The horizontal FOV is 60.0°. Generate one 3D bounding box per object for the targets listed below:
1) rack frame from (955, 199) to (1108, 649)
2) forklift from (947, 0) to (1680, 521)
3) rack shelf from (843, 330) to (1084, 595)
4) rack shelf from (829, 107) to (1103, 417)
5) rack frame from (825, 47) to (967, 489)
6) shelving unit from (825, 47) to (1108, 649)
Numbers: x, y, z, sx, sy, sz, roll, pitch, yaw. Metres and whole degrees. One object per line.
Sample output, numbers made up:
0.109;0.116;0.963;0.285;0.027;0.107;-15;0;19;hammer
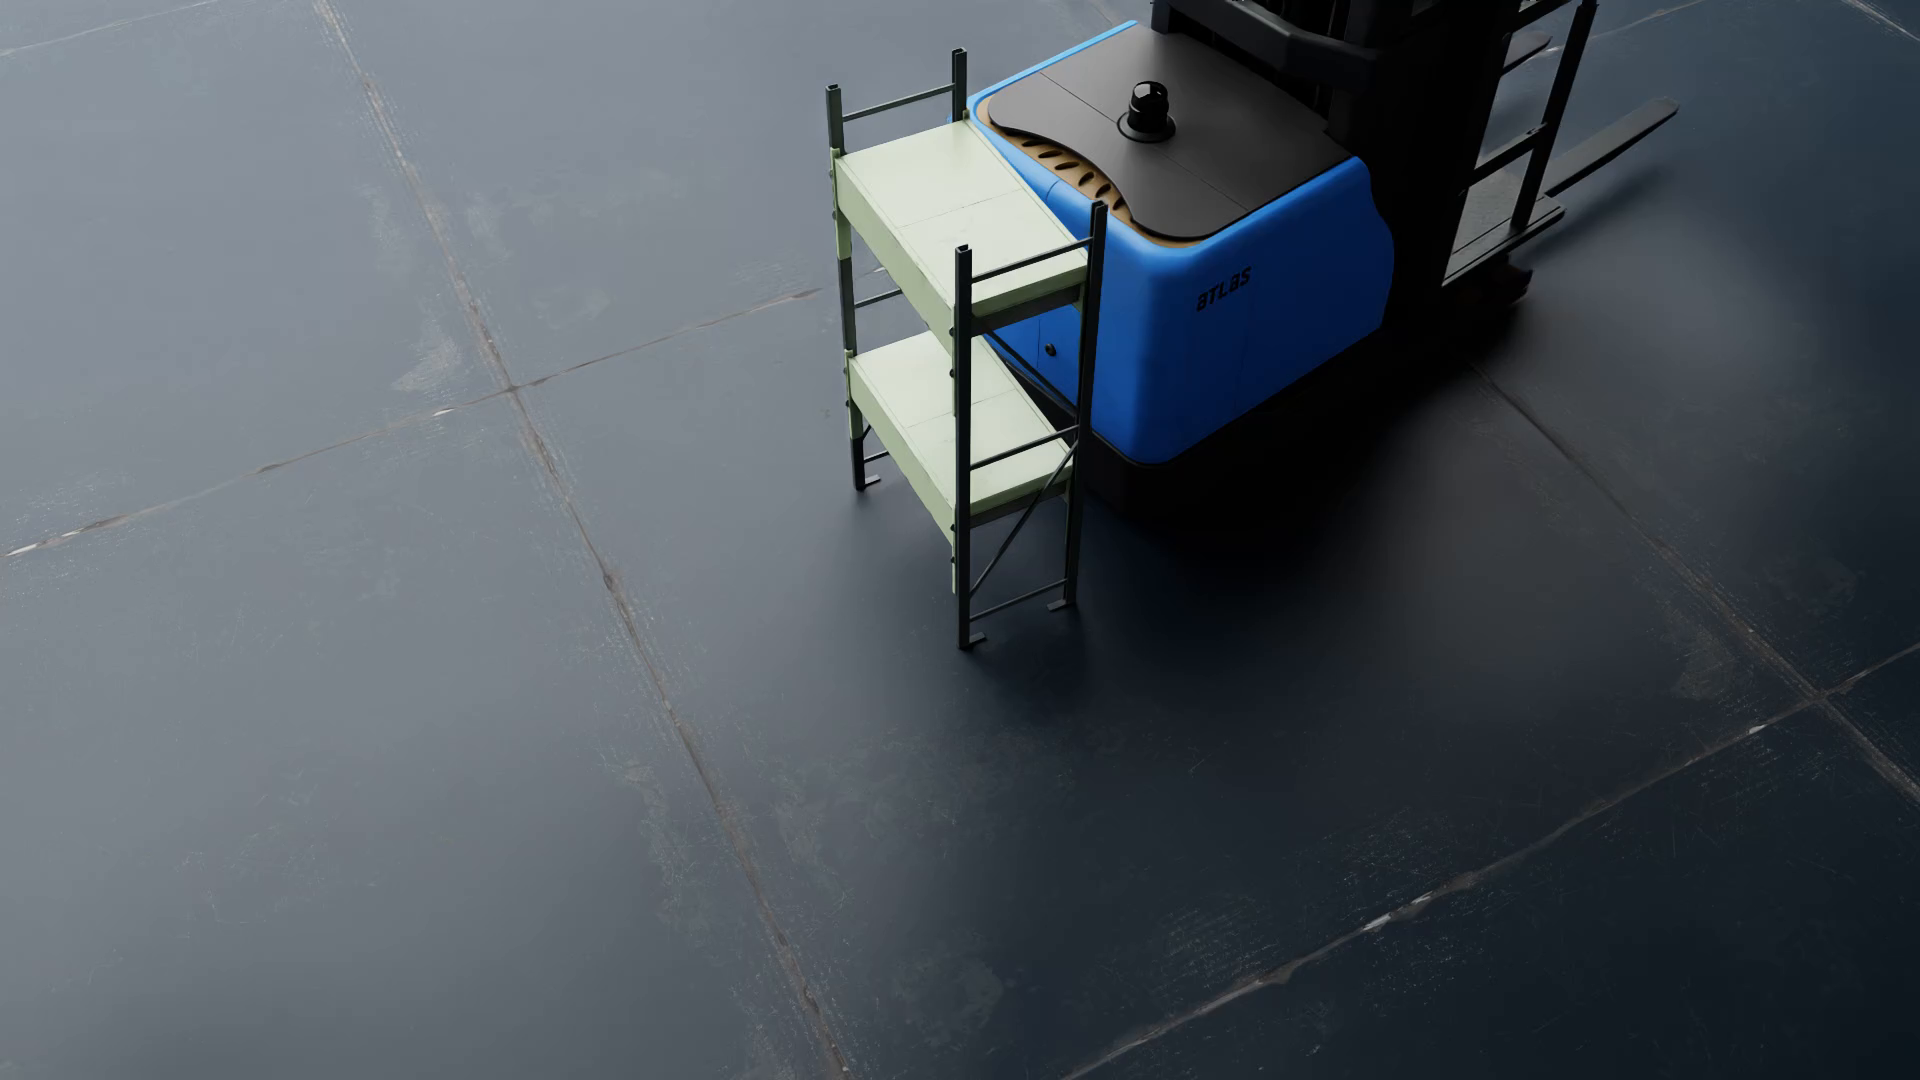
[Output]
0.171;-0.244;4.467;0.400;1.500;0.023;-21;52;-18;rack frame
1.405;-1.973;5.028;3.031;2.935;1.130;-32;56;-25;forklift
0.003;-0.275;4.927;0.431;0.370;0.720;-21;52;-18;rack shelf
0.003;-0.746;4.388;0.431;0.370;0.720;-21;52;-18;rack shelf
-0.164;-0.734;4.896;0.400;1.500;0.023;-21;52;-18;rack frame
0.003;-0.489;4.682;0.431;1.500;0.755;-21;52;-18;shelving unit
